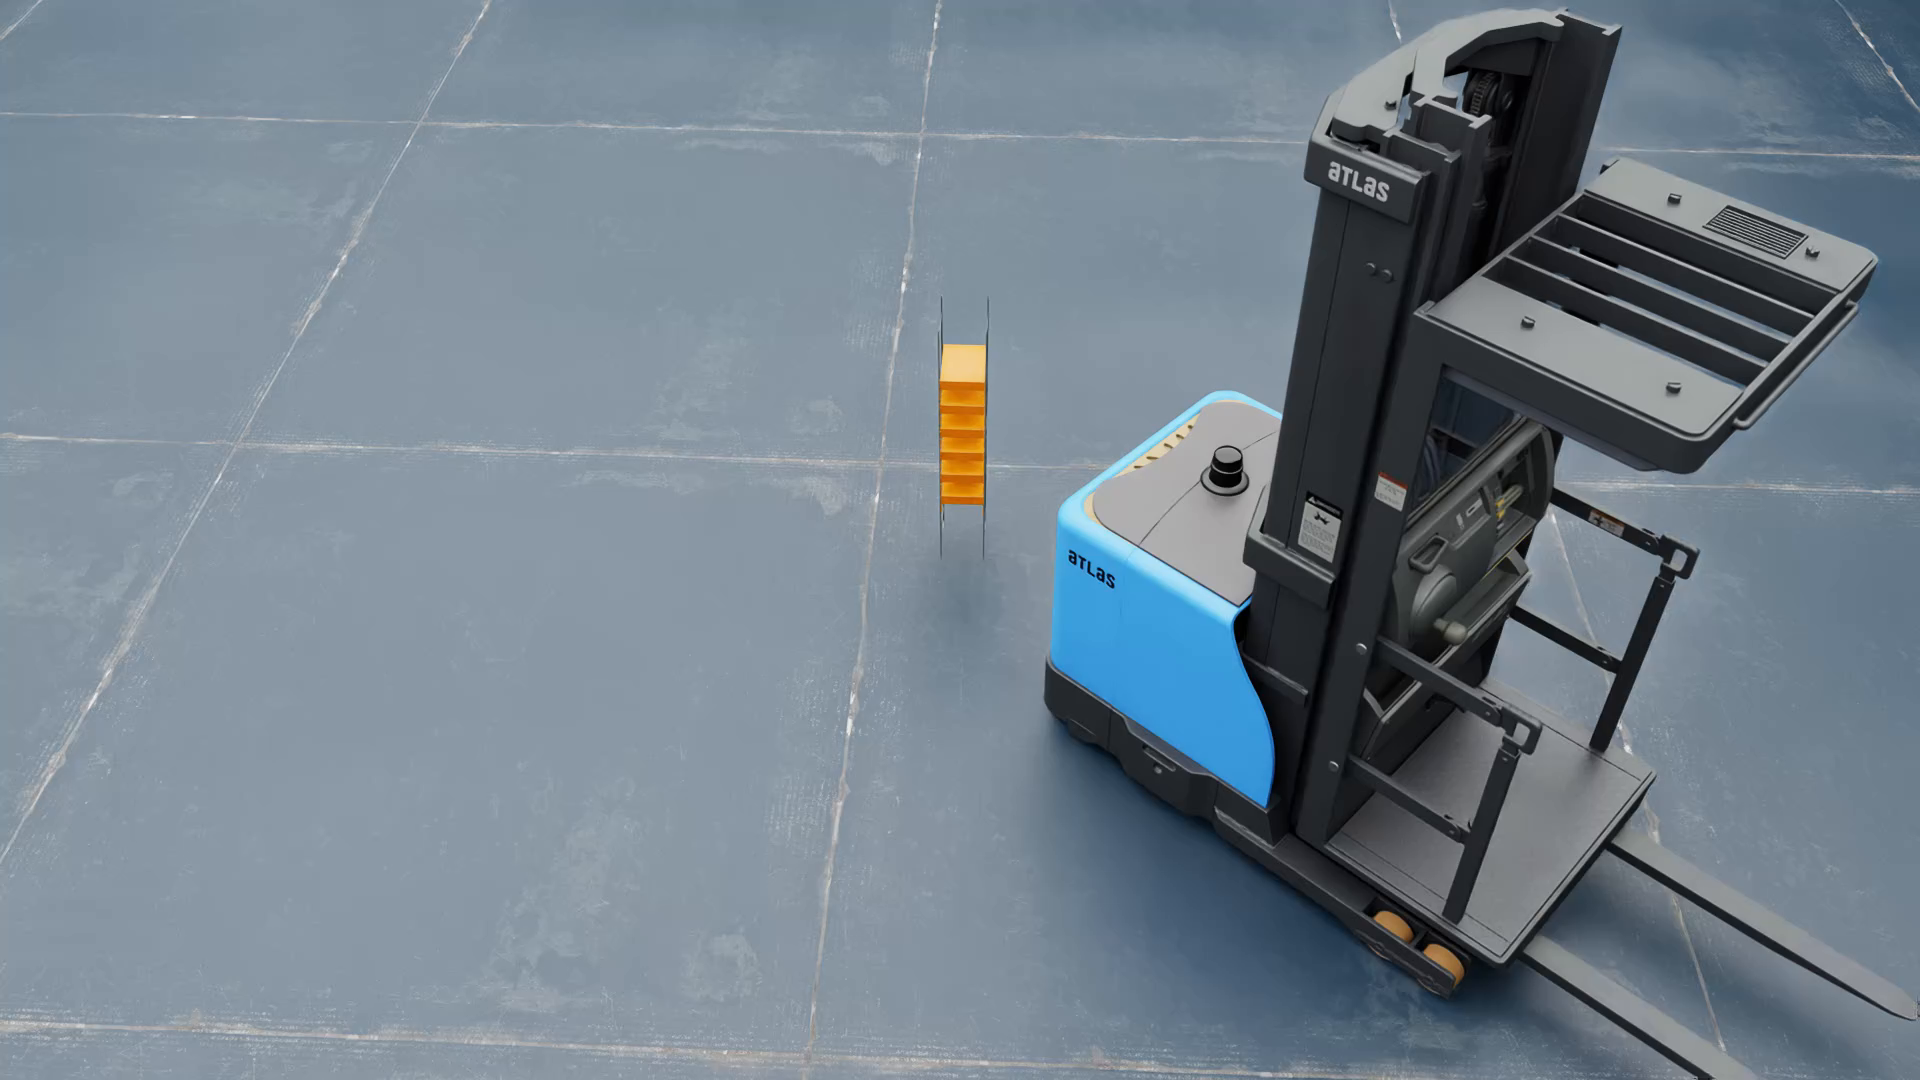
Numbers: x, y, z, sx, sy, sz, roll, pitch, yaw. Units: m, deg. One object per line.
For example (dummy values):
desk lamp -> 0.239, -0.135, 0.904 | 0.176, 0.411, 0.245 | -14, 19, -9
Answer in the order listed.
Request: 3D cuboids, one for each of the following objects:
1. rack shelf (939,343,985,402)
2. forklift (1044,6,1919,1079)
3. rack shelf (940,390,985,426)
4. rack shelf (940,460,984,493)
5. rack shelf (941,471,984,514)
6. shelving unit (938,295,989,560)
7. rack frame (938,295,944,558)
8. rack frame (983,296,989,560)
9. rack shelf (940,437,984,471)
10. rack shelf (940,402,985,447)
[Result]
rack shelf -> 0.014, -0.669, 6.625 | 0.180, 0.103, 0.258 | 2, 43, 2
forklift -> 1.745, 0.048, 5.048 | 3.031, 2.935, 1.130 | 33, 52, 30
rack shelf -> 0.014, -0.582, 6.707 | 0.180, 0.103, 0.258 | 2, 43, 2
rack shelf -> 0.014, -0.318, 6.953 | 0.180, 0.103, 0.258 | 2, 43, 2
rack shelf -> 0.014, -0.230, 7.034 | 0.180, 0.103, 0.258 | 2, 43, 2
shelving unit -> 0.014, -0.439, 6.841 | 0.189, 1.200, 0.258 | 2, 43, 2
rack frame -> -0.077, -0.441, 6.844 | 0.006, 1.200, 0.240 | 2, 43, 2
rack frame -> 0.106, -0.436, 6.838 | 0.006, 1.200, 0.240 | 2, 43, 2
rack shelf -> 0.014, -0.406, 6.871 | 0.180, 0.103, 0.258 | 2, 43, 2
rack shelf -> 0.014, -0.494, 6.789 | 0.180, 0.103, 0.258 | 2, 43, 2
